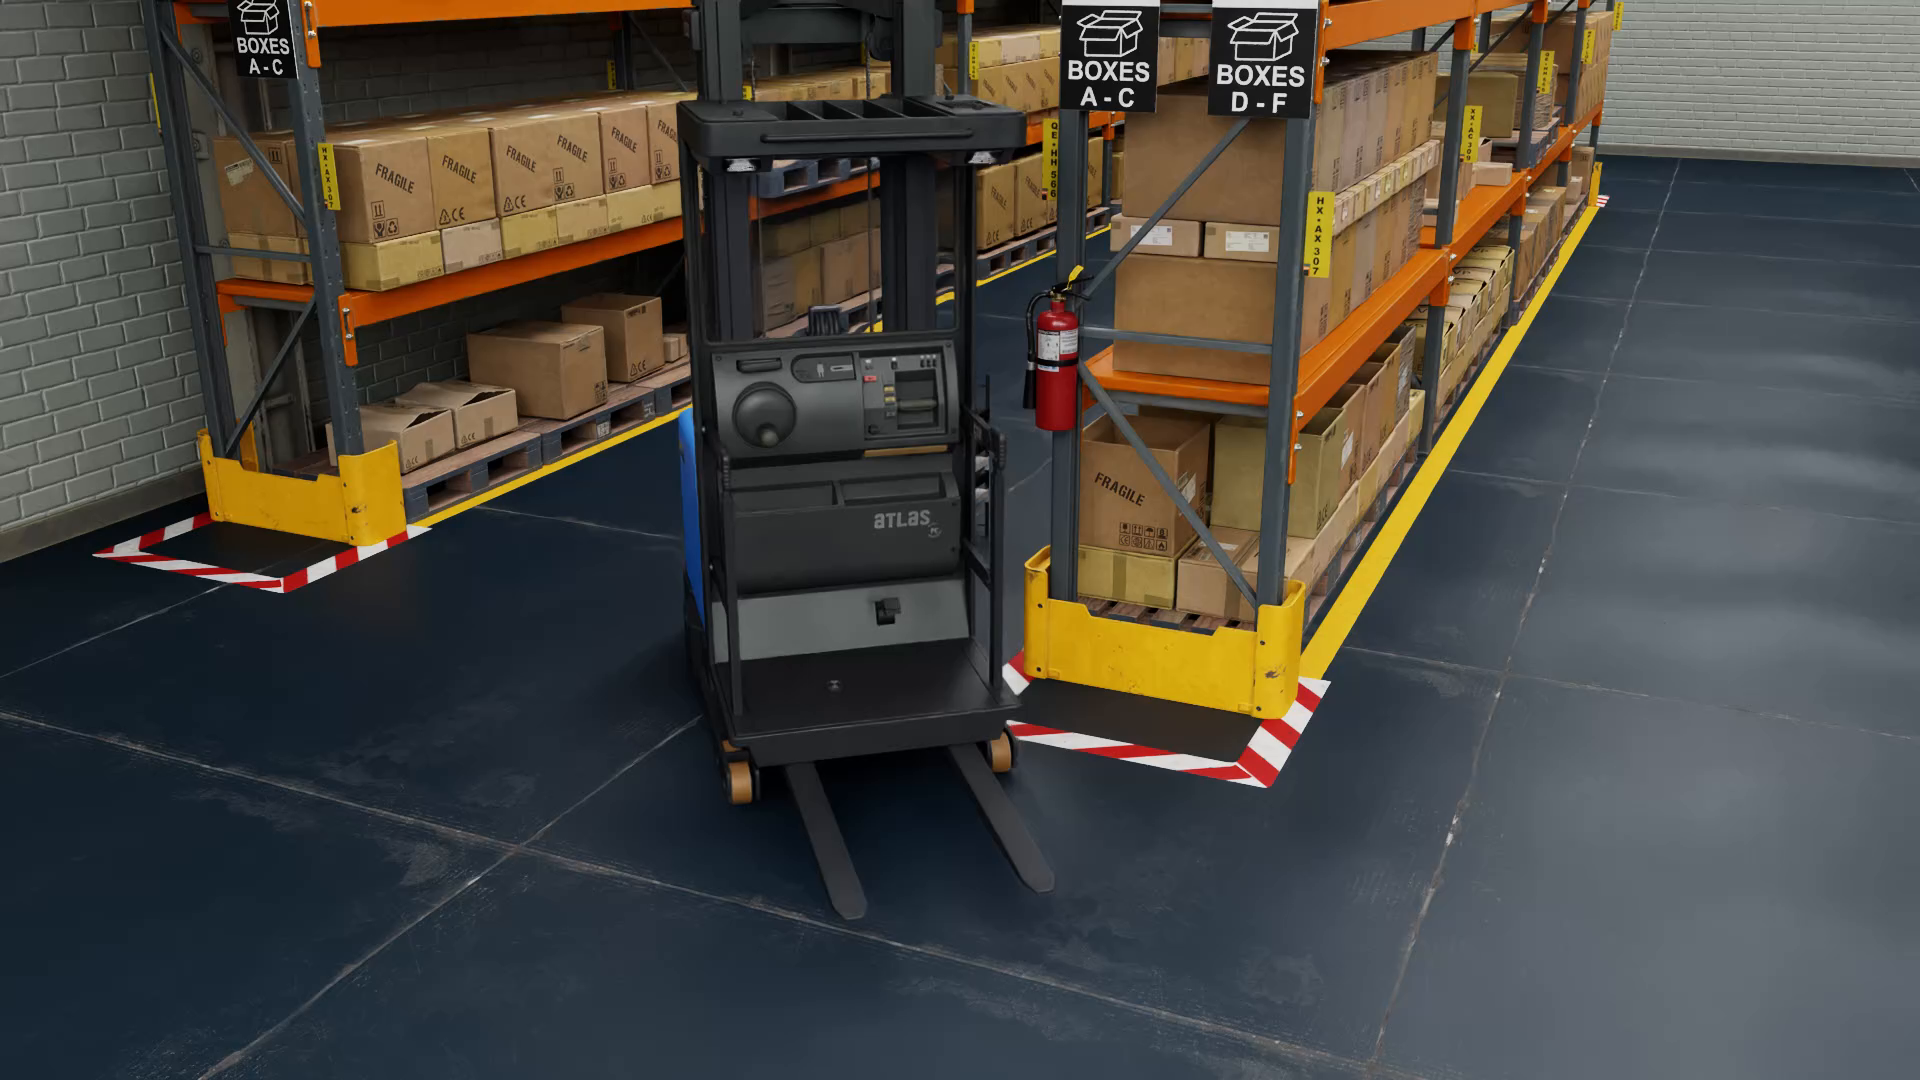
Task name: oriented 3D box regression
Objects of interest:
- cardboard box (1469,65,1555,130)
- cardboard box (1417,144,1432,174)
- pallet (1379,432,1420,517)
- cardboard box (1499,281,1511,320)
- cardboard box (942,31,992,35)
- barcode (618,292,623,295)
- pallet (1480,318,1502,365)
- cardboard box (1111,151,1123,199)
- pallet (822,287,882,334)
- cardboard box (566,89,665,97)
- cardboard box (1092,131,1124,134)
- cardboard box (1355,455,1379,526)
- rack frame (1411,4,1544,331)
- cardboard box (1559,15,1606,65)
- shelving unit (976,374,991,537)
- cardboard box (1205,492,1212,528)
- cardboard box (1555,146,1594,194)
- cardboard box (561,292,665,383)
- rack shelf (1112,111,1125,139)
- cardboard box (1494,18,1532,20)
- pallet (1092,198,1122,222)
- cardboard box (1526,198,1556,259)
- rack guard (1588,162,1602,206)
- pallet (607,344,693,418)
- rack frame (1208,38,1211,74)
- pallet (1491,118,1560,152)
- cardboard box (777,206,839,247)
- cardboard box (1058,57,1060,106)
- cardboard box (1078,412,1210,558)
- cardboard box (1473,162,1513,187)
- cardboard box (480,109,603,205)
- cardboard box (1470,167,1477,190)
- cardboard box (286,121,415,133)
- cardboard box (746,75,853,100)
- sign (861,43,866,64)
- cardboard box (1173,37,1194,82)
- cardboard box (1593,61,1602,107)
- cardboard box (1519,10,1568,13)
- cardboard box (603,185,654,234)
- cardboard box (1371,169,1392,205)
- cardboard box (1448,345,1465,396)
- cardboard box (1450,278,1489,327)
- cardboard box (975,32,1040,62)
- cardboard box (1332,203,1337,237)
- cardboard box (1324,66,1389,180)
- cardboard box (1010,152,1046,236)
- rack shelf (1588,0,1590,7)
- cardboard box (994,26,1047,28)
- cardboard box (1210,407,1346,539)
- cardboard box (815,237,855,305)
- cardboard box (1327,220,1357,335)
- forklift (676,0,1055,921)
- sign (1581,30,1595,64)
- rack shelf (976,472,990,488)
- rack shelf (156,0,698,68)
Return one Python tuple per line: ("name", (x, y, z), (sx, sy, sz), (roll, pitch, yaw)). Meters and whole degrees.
("cardboard box", (4.851, -3.955, 14.838), (0.700, 0.500, 0.500), (13, 23, 33))
("cardboard box", (2.490, -2.191, 9.536), (0.380, 0.149, 0.250), (8, 21, 22))
("pallet", (2.145, -0.475, 9.989), (1.003, 0.211, 1.213), (9, 21, 23))
("cardboard box", (4.154, -1.957, 13.471), (0.500, 0.250, 0.500), (9, 22, 24))
("cardboard box", (0.004, -4.966, 16.713), (0.500, 0.250, 0.500), (8, 21, 21))
("barcode", (-2.452, -1.753, 12.017), (0.001, 0.075, 0.075), (9, 21, 23))
("pallet", (3.775, -1.689, 13.402), (1.003, 0.211, 1.213), (9, 21, 23))
("cardboard box", (1.664, -4.385, 19.925), (0.700, 0.500, 0.500), (9, 21, 23))
("pallet", (-1.196, -2.003, 14.287), (1.003, 0.211, 1.213), (9, 21, 23))
("cardboard box", (-2.395, -2.882, 11.670), (0.500, 0.500, 0.500), (8, 21, 21))
("cardboard box", (1.849, -4.992, 20.666), (0.380, 0.149, 0.250), (9, 21, 23))
("cardboard box", (1.910, -0.297, 8.805), (0.500, 0.250, 0.500), (9, 21, 23))
("rack frame", (4.147, -3.249, 13.627), (1.000, 3.000, 0.127), (9, 21, 23))
("cardboard box", (6.867, -5.568, 18.508), (0.500, 0.500, 0.500), (9, 22, 24))
("shelving unit", (0.003, -0.426, 8.825), (0.258, 0.900, 0.210), (9, 21, 23))
("cardboard box", (1.015, -0.065, 8.151), (0.500, 0.250, 0.500), (9, 21, 23))
("cardboard box", (7.425, -4.524, 20.287), (0.500, 0.500, 0.500), (9, 21, 23))
("cardboard box", (-2.400, -1.411, 11.535), (0.500, 0.500, 0.500), (7, 21, 19))
("rack shelf", (2.083, -5.423, 20.813), (1.077, 0.370, 4.000), (9, 21, 23))
("cardboard box", (5.963, -5.337, 17.857), (0.500, 0.500, 0.500), (8, 21, 22))
("pallet", (1.647, -4.058, 20.064), (1.003, 0.211, 1.213), (9, 21, 23))
("cardboard box", (5.429, -3.008, 16.024), (0.500, 0.500, 0.500), (9, 21, 23))
("rack guard", (7.392, -4.493, 20.858), (1.175, 0.500, 0.348), (9, 21, 23))
("pallet", (-2.254, -1.181, 11.973), (1.003, 0.211, 1.213), (9, 21, 23))
("rack frame", (2.902, -6.373, 22.412), (1.000, 3.000, 0.127), (9, 21, 23))
("pallet", (4.939, -3.754, 15.333), (1.003, 0.211, 1.213), (9, 21, 23))
("cardboard box", (-1.338, -2.609, 13.784), (0.500, 0.250, 0.500), (8, 21, 21))
("cardboard box", (0.892, -4.861, 17.539), (0.500, 0.500, 0.500), (9, 21, 23))
("cardboard box", (0.819, -0.264, 7.591), (0.500, 0.500, 0.500), (9, 21, 23))
("cardboard box", (4.031, -2.818, 12.790), (0.380, 0.149, 0.250), (9, 21, 23))
("cardboard box", (-2.550, -2.345, 10.160), (0.500, 0.500, 0.500), (9, 22, 24))
("cardboard box", (3.676, -2.733, 12.552), (0.380, 0.149, 0.250), (10, 22, 27))
("cardboard box", (-3.435, -2.100, 9.471), (0.500, 0.500, 0.500), (9, 21, 23))
("cardboard box", (-1.296, -3.485, 13.487), (0.700, 0.500, 0.500), (12, 23, 30))
("sign", (-0.881, -4.548, 15.553), (0.100, 0.325, 0.005), (9, 21, 23))
("cardboard box", (2.415, -6.133, 21.290), (0.980, 0.700, 0.700), (8, 21, 22))
("cardboard box", (7.070, -5.256, 19.123), (0.500, 0.500, 0.500), (9, 21, 23))
("cardboard box", (7.001, -6.113, 20.040), (0.500, 0.500, 0.500), (9, 22, 24))
("cardboard box", (-2.332, -2.150, 10.732), (0.500, 0.250, 0.500), (8, 21, 22))
("cardboard box", (1.966, -1.797, 8.427), (0.380, 0.149, 0.250), (9, 22, 24))
("cardboard box", (3.111, -1.174, 11.269), (0.500, 0.250, 0.500), (9, 22, 24))
("cardboard box", (3.534, -1.755, 12.067), (0.500, 0.311, 0.500), (9, 22, 24))
("cardboard box", (0.468, -4.899, 16.524), (0.500, 0.250, 0.500), (9, 21, 23))
("cardboard box", (1.438, -1.404, 7.321), (0.380, 0.149, 0.250), (9, 21, 23))
("cardboard box", (1.717, -2.088, 8.277), (0.700, 0.500, 0.500), (9, 21, 23))
("cardboard box", (0.412, -3.586, 17.157), (0.750, 0.750, 0.750), (8, 21, 22))
("rack shelf", (6.604, -6.157, 18.403), (1.077, 0.370, 4.000), (9, 21, 23))
("cardboard box", (0.630, -5.434, 18.031), (0.500, 0.250, 0.500), (9, 21, 23))
("cardboard box", (1.497, -0.345, 7.821), (0.500, 0.500, 0.500), (9, 21, 23))
("cardboard box", (-1.314, -2.277, 13.968), (0.700, 0.500, 0.500), (9, 21, 23))
("cardboard box", (1.493, -1.304, 8.008), (0.700, 0.500, 0.500), (9, 21, 23))
("forklift", (-0.409, -0.536, 6.102), (1.130, 2.935, 3.031), (-5, 20, -14))
("sign", (6.293, -4.942, 16.661), (0.100, 0.325, 0.005), (9, 21, 23))
("rack shelf", (0.003, -0.310, 8.866), (0.258, 0.077, 0.200), (9, 21, 23))
("rack shelf", (-2.831, -3.168, 9.996), (1.077, 0.370, 4.000), (9, 21, 23))
